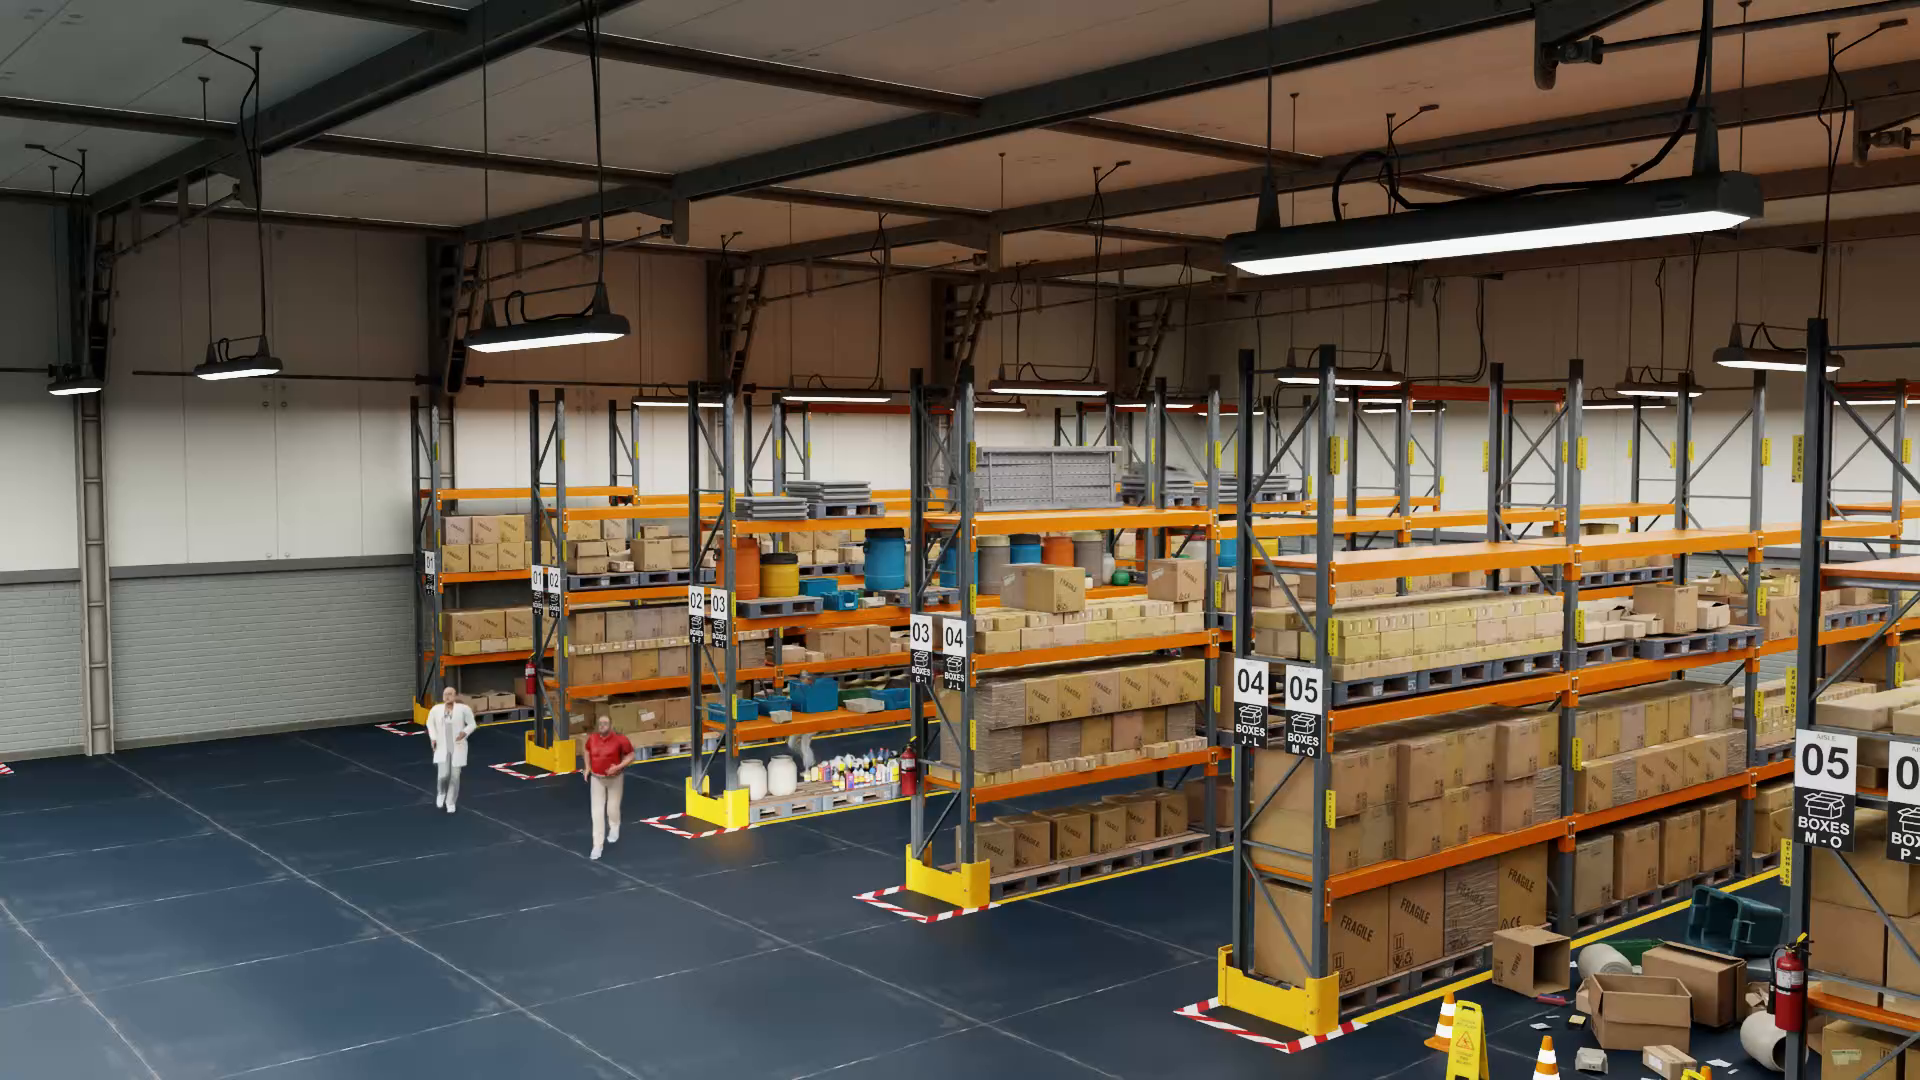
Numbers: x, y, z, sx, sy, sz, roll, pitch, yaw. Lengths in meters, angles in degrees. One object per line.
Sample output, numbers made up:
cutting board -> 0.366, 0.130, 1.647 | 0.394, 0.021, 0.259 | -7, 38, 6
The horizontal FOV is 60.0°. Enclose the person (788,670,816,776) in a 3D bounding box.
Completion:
person -> -2.425, 2.825, 25.668 | 0.608, 1.656, 0.540 | 3, 4, 37

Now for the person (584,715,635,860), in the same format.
person -> -4.421, 3.057, 20.967 | 0.668, 1.748, 0.917 | 0, 3, -2

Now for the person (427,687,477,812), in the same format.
person -> -7.100, 2.924, 23.191 | 0.691, 1.747, 0.645 | -1, 3, -11
